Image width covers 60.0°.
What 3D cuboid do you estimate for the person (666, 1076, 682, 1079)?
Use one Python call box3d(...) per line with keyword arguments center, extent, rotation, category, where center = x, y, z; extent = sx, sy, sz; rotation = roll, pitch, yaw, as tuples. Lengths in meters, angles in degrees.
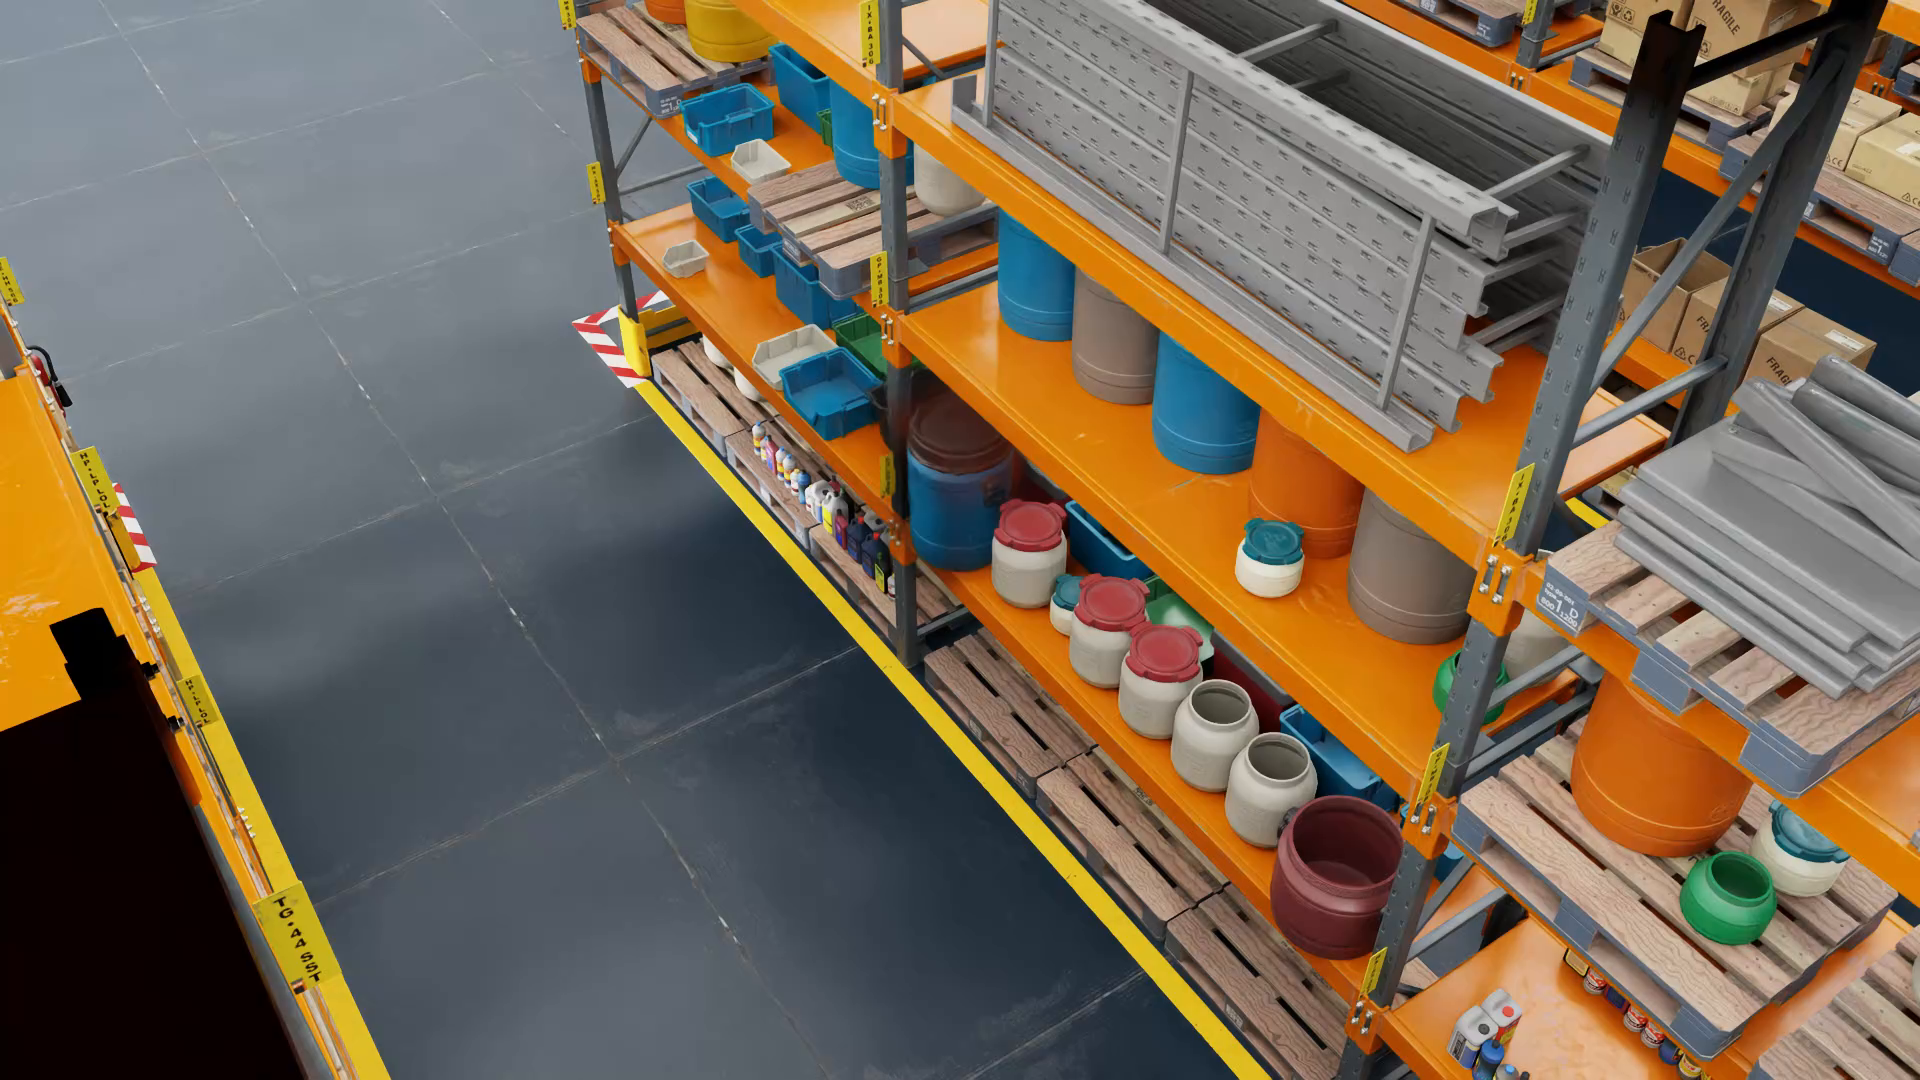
box3d(center=(-1.197, 2.909, 7.405), extent=(0.448, 1.583, 1.023), rotation=(-27, 49, -26), category="person")
